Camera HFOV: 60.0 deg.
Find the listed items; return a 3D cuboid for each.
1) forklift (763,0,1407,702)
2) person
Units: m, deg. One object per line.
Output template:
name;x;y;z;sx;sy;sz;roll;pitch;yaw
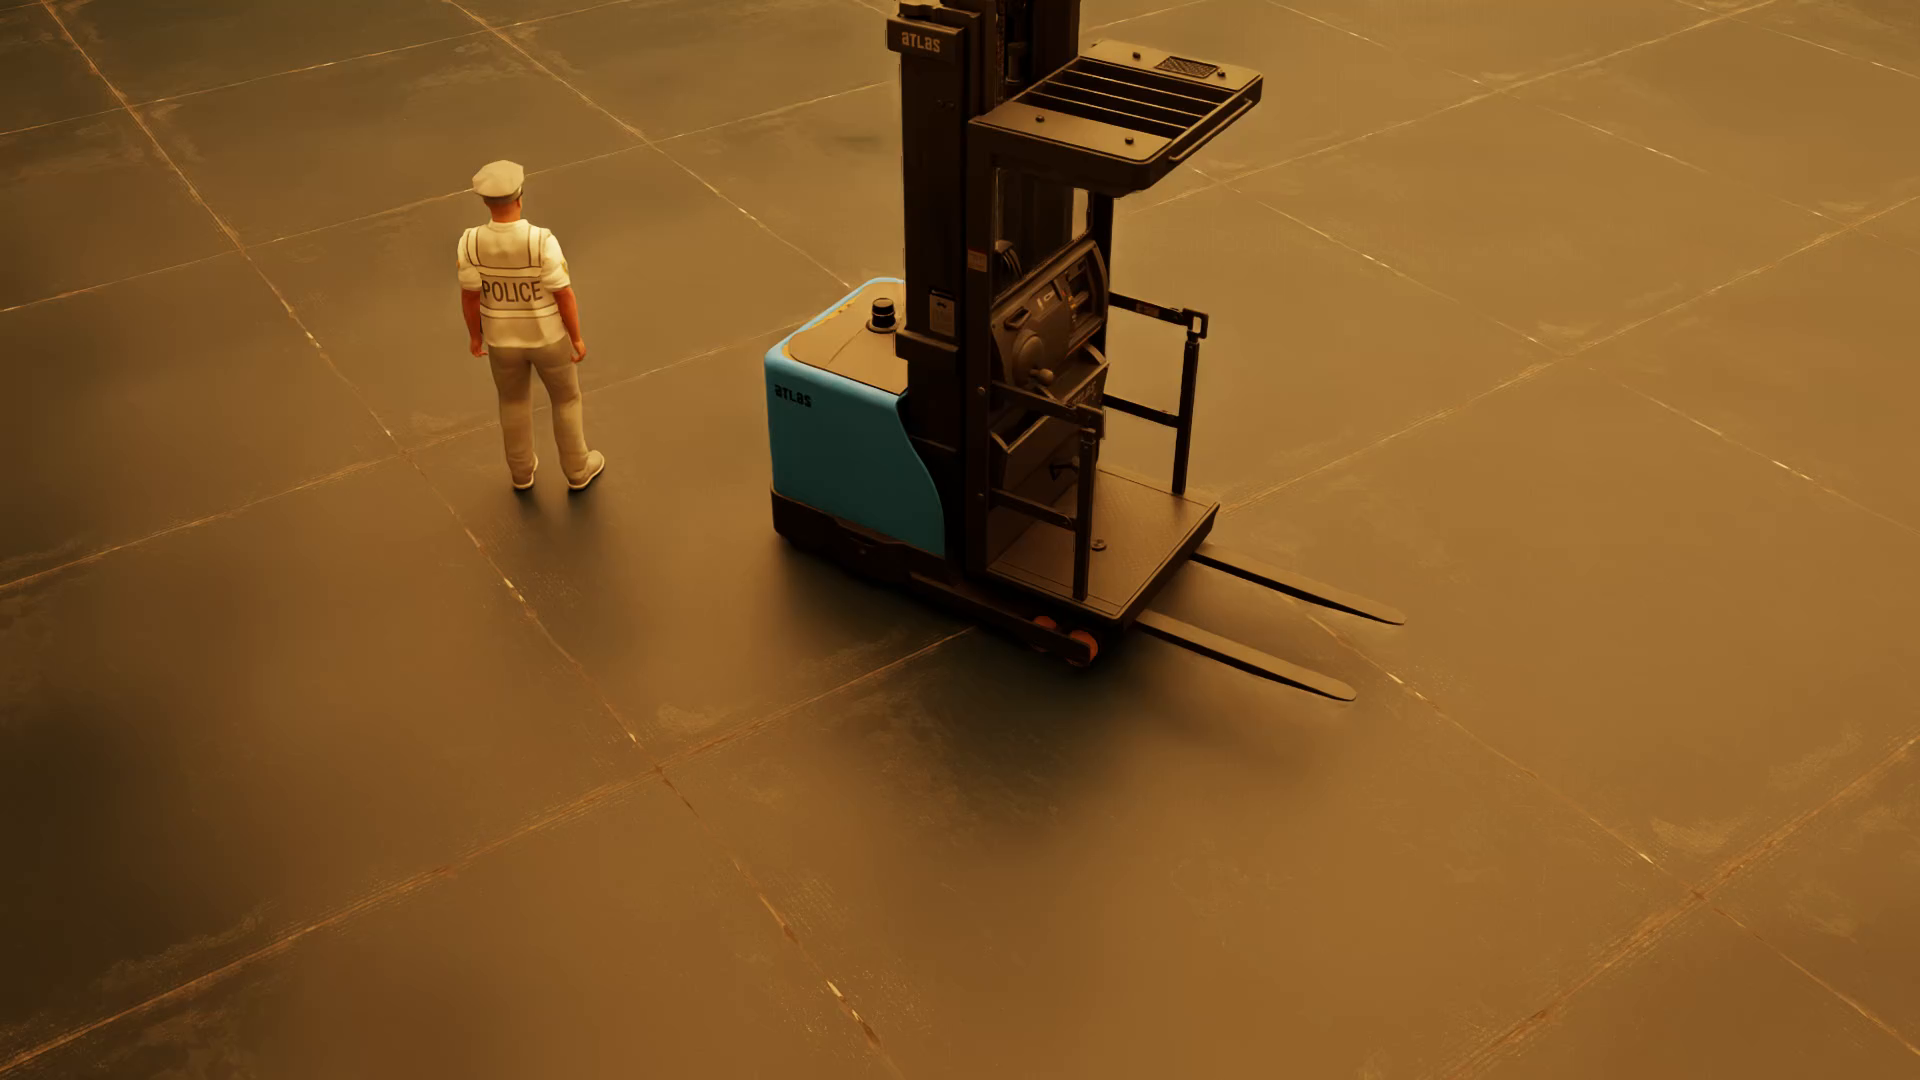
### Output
forklift;0.577;-0.961;7.244;3.031;2.935;1.130;21;41;26
person;17.642;-0.141;1.032;39.960;9.000;13.976;-1;36;-1
